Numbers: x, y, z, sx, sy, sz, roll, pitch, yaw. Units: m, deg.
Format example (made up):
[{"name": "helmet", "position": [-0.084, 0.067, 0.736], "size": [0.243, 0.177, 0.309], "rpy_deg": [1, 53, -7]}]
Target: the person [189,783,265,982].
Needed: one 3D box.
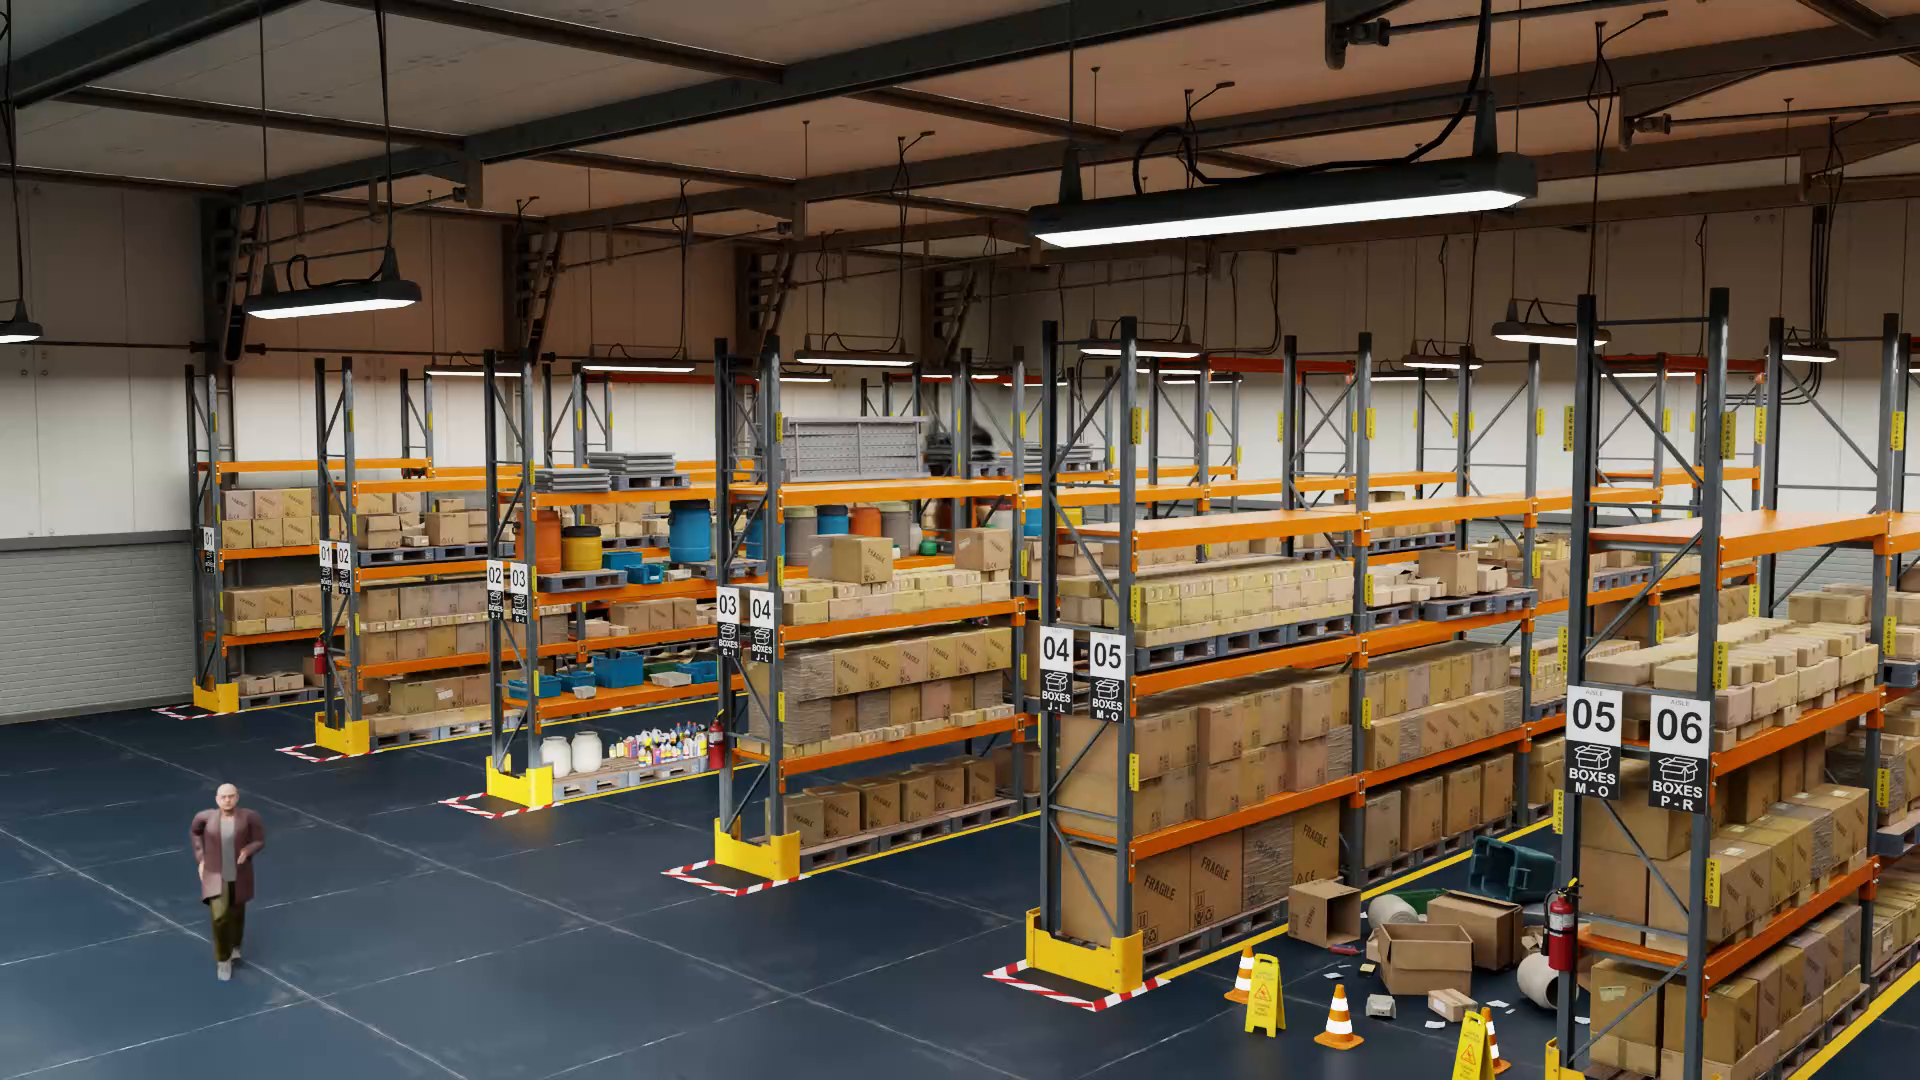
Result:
[{"name": "person", "position": [-6.723, 3.126, 15.303], "size": [0.613, 1.814, 0.880], "rpy_deg": [-2, 5, -29]}]
